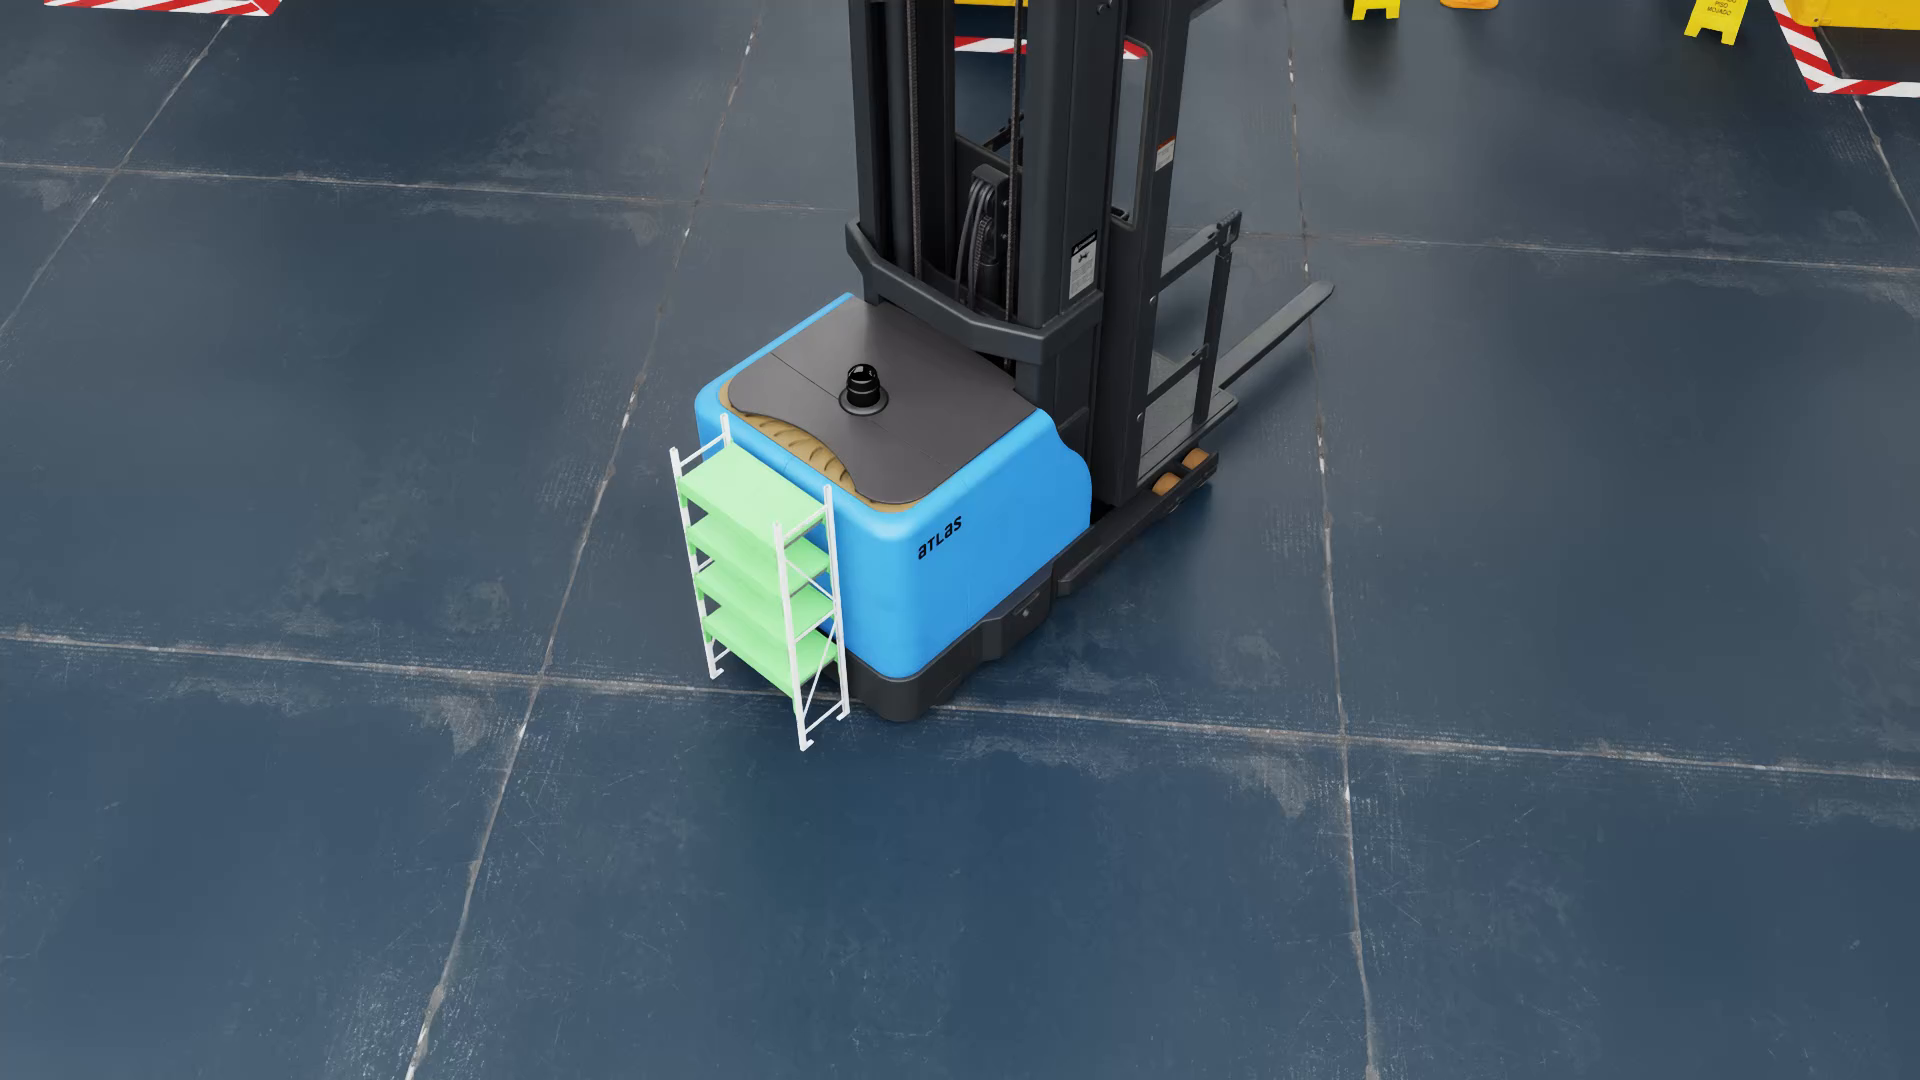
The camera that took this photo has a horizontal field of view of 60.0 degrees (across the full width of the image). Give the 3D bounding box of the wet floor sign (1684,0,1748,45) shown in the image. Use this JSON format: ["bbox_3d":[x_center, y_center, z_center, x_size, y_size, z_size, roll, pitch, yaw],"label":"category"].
[{"bbox_3d":[4.239,-3.093,9.141,0.267,0.644,0.232,19,50,17],"label":"wet floor sign"}]

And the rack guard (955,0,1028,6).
[{"bbox_3d":[0.381,-3.352,9.477,1.175,0.500,0.348,4,48,4],"label":"rack guard"}]

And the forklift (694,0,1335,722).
[{"bbox_3d":[0.425,-1.331,5.981,1.130,2.935,3.031,34,56,27],"label":"forklift"}]

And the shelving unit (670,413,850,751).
[{"bbox_3d":[-0.675,0.174,5.778,0.503,1.200,0.258,34,56,27],"label":"shelving unit"}]

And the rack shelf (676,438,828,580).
[{"bbox_3d":[-0.675,-0.107,5.471,0.480,0.148,0.258,34,56,27],"label":"rack shelf"}]

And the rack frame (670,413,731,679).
[{"bbox_3d":[-0.855,0.052,5.889,0.015,1.200,0.240,34,56,27],"label":"rack frame"}]

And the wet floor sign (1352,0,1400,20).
[{"bbox_3d":[2.352,-3.265,9.299,0.267,0.644,0.232,-4,48,-3],"label":"wet floor sign"}]

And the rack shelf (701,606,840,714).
[{"bbox_3d":[-0.675,0.379,6.002,0.480,0.148,0.258,34,56,27],"label":"rack shelf"}]

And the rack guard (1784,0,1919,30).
[{"bbox_3d":[5.328,-3.167,9.308,1.175,0.500,0.348,4,48,4],"label":"rack guard"}]

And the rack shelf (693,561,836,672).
[{"bbox_3d":[-0.675,0.217,5.825,0.480,0.148,0.258,34,56,27],"label":"rack shelf"}]

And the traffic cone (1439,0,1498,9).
[{"bbox_3d":[2.940,-3.326,9.479,0.336,0.463,0.334,4,48,4],"label":"traffic cone"}]

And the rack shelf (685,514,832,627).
[{"bbox_3d":[-0.675,0.055,5.648,0.480,0.148,0.258,34,56,27],"label":"rack shelf"}]

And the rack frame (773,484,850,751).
[{"bbox_3d":[-0.495,0.295,5.667,0.015,1.200,0.240,34,56,27],"label":"rack frame"}]
